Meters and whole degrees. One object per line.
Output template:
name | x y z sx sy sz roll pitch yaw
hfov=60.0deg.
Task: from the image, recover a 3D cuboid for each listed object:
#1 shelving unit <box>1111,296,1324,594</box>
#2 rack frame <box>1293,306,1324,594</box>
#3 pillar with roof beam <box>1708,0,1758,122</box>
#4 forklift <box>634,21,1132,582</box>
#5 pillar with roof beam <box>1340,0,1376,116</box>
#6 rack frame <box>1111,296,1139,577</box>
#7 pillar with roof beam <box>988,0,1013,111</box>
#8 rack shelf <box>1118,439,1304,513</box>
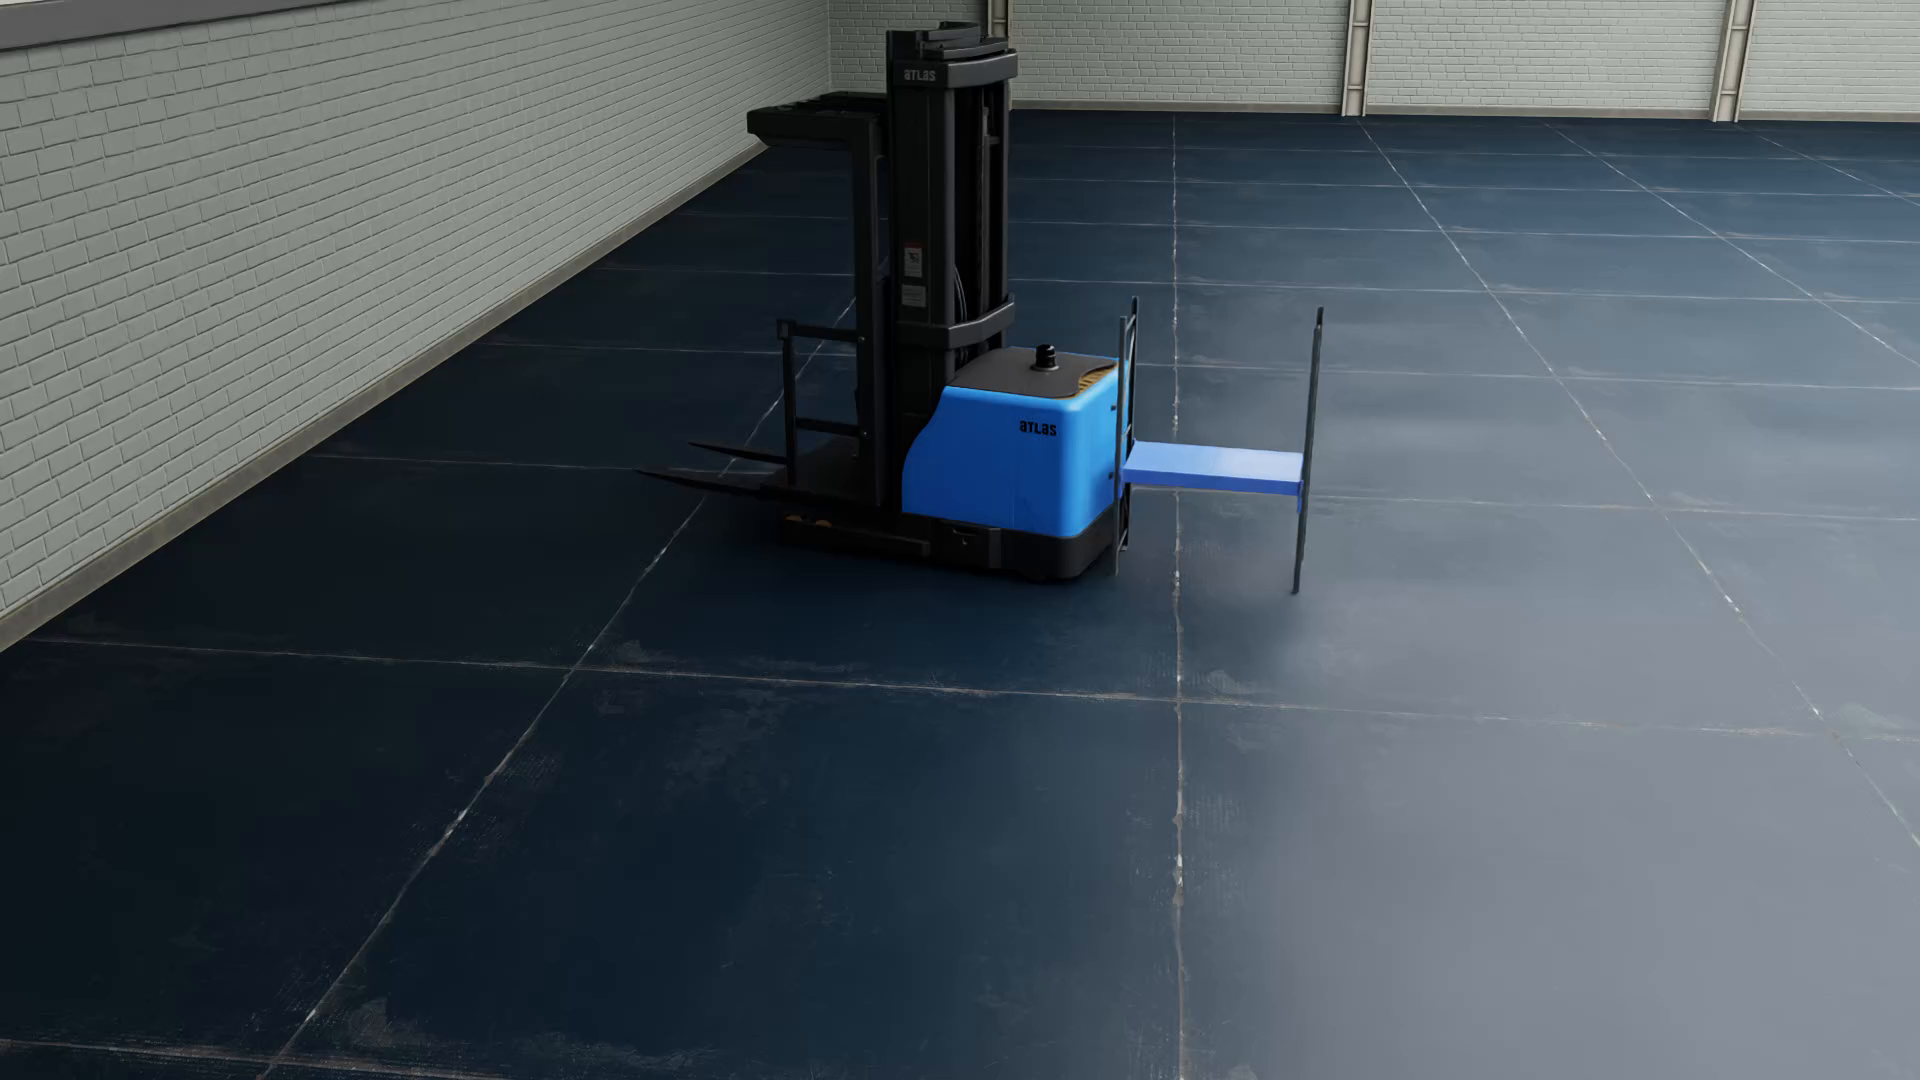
shelving unit | 1.421 -0.535 9.252 1.048 1.500 0.538 5 22 13
rack frame | 1.915 -0.491 9.141 0.032 1.500 0.500 5 22 13
pillar with roof beam | 12.093 -9.549 21.854 0.400 9.000 9.100 2 22 6
forklift | -0.534 -1.477 9.689 3.031 2.935 1.130 10 23 23
pillar with roof beam | 6.135 -9.809 22.511 0.400 9.000 9.100 2 22 6
rack frame | 0.927 -0.578 9.363 0.032 1.500 0.500 5 22 13
pillar with roof beam | 0.177 -10.068 23.168 0.400 9.000 9.100 2 22 6
rack shelf | 1.421 -0.367 9.318 1.000 0.185 0.538 5 22 13
